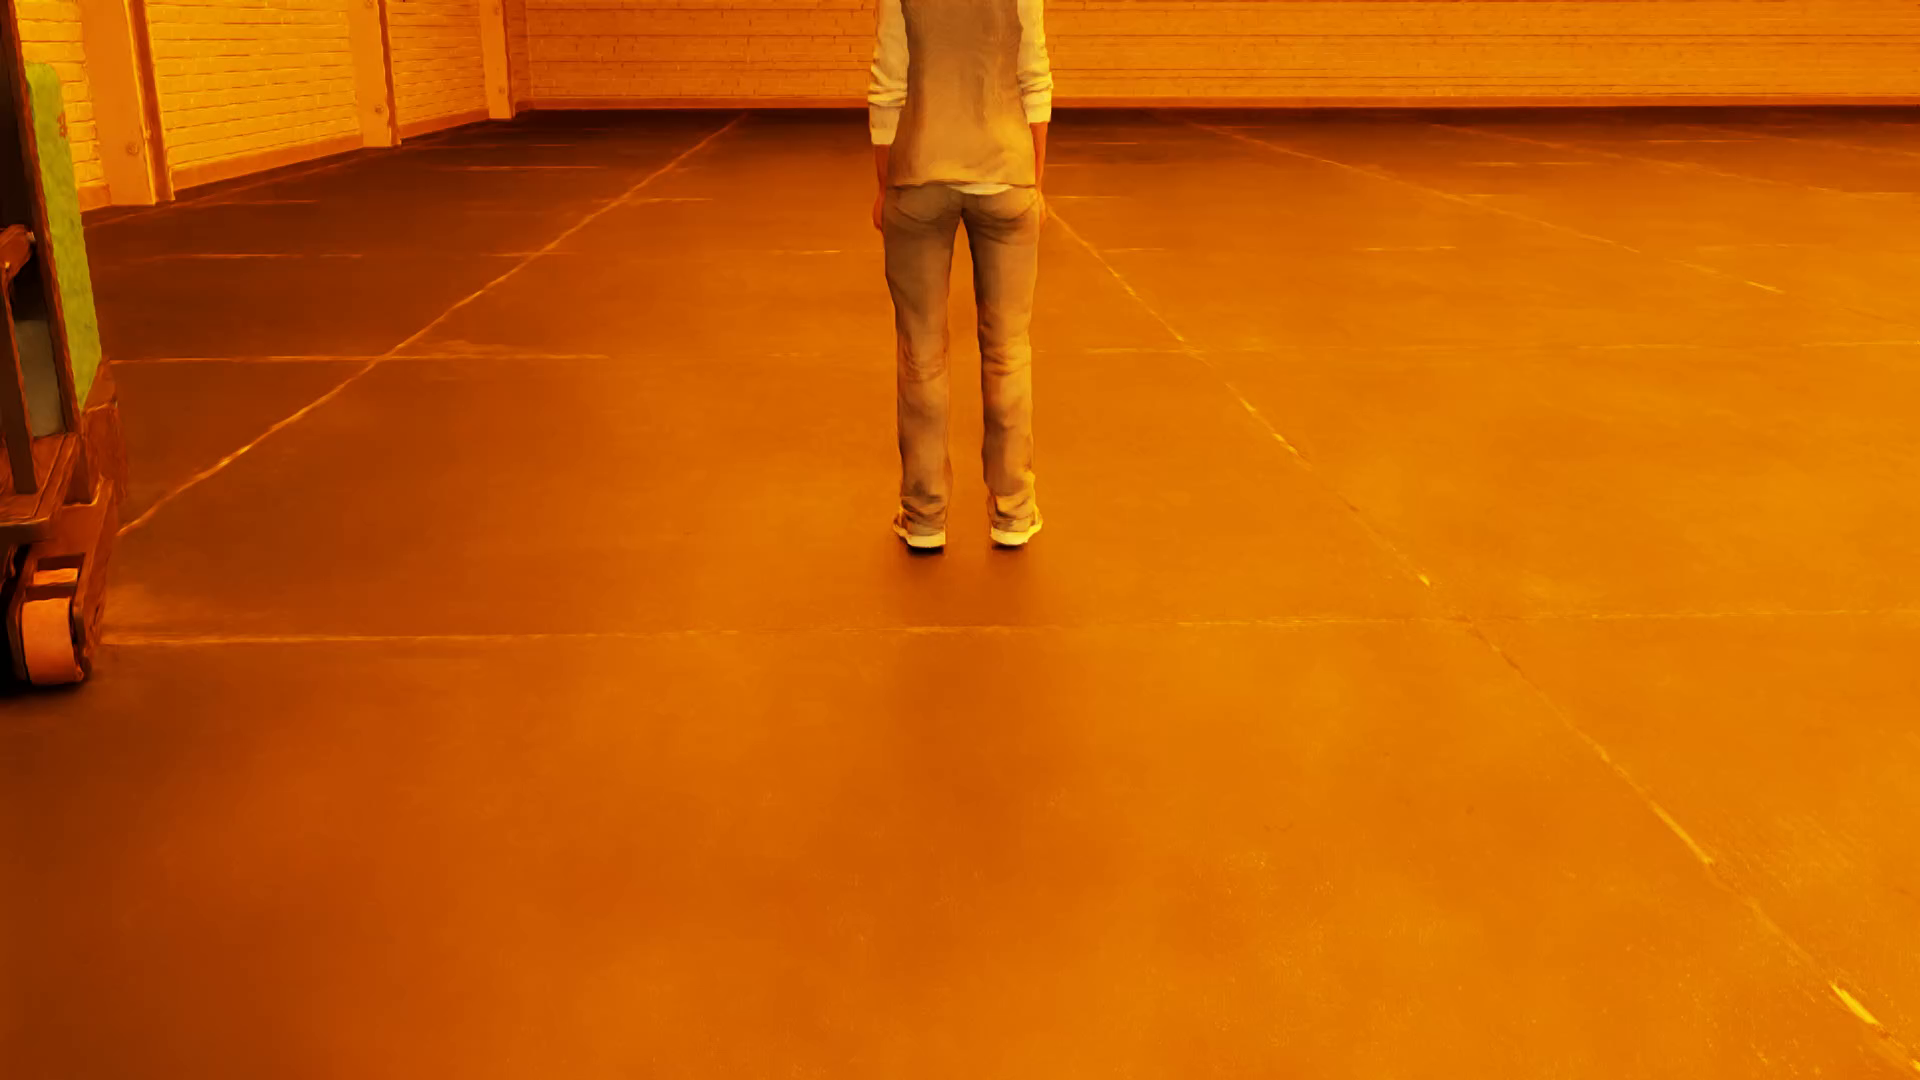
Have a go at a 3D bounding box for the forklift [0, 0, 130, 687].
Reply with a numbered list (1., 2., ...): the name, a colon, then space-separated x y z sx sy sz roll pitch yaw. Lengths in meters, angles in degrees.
1. forklift: -2.224 -1.159 2.696 1.130 2.935 3.031 -7 18 -22

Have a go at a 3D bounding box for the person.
1. person: -0.001 -0.765 3.693 0.405 1.598 0.310 -1 17 -3
